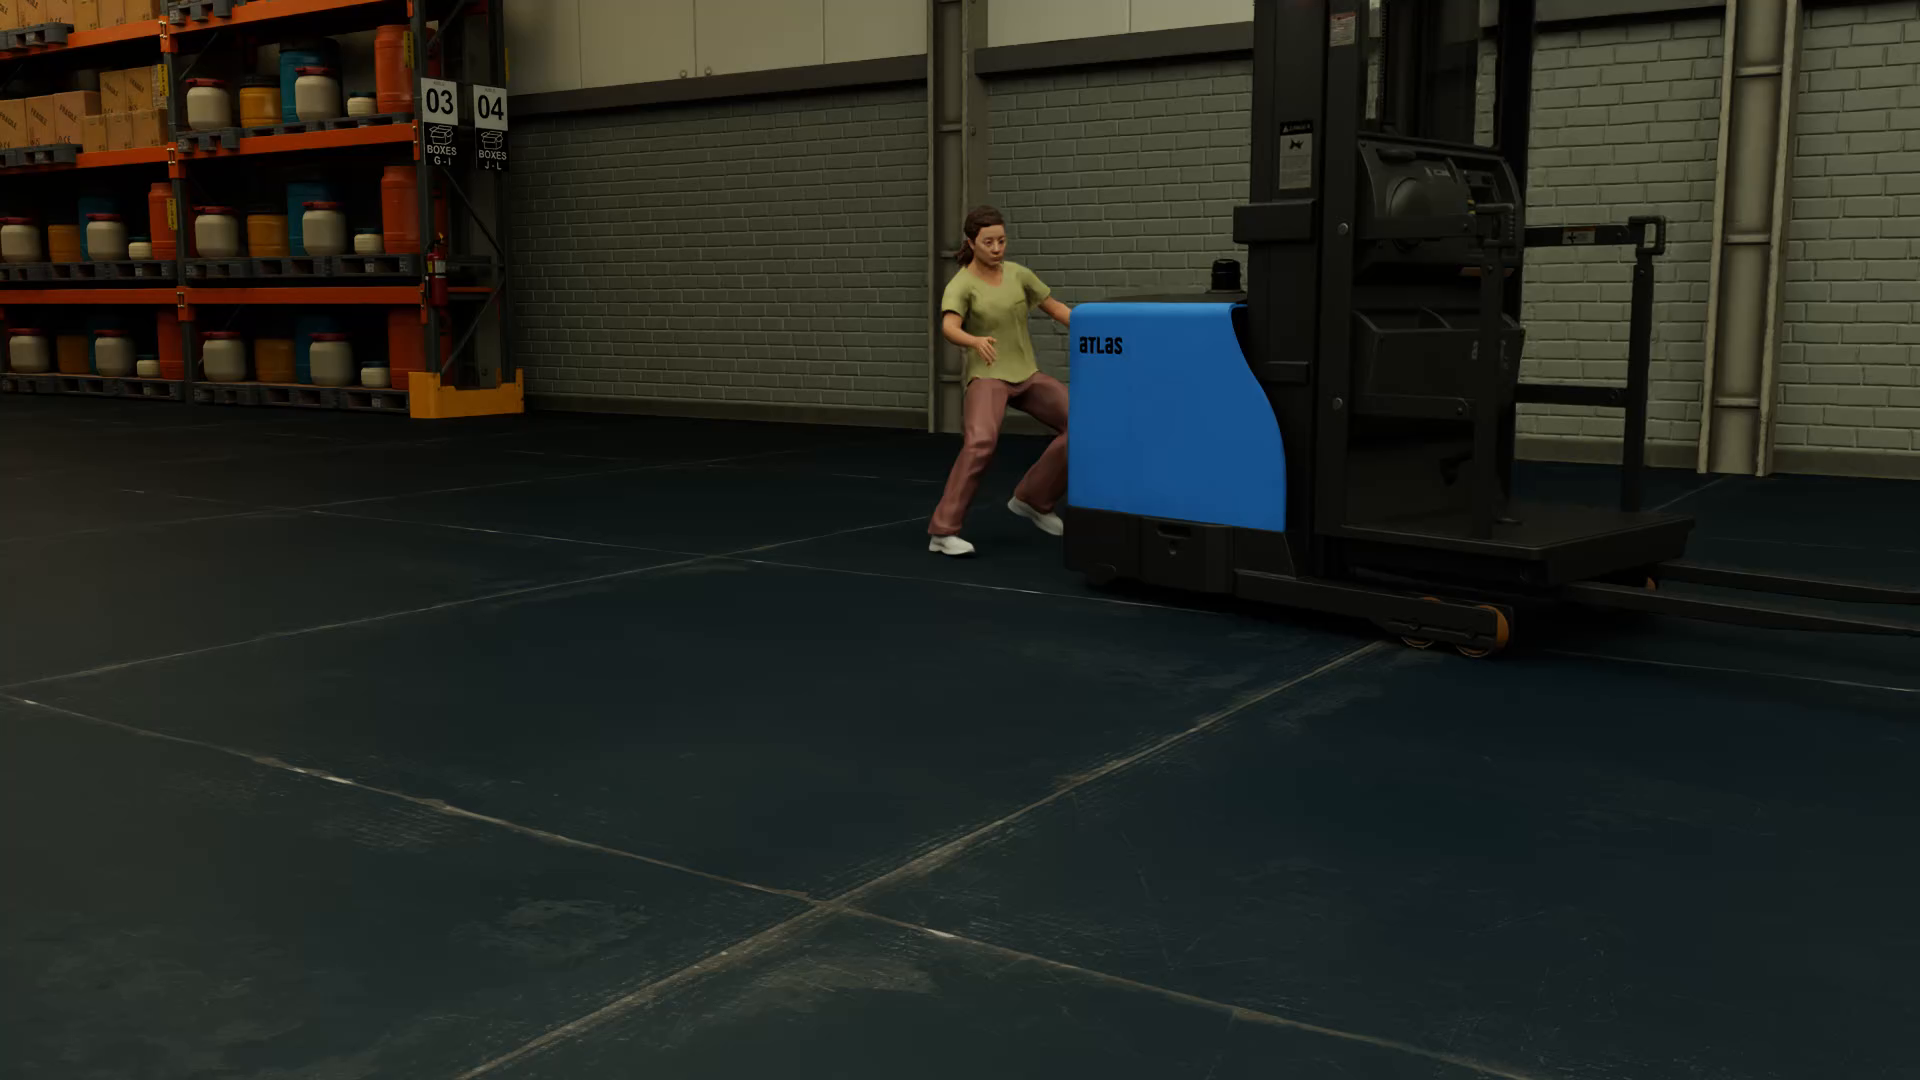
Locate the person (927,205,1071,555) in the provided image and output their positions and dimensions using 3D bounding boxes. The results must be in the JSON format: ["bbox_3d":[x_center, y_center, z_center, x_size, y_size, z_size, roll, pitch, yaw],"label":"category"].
[{"bbox_3d":[0.232,-0.712,7.288,0.835,1.495,0.674,-4,9,-29],"label":"person"}]

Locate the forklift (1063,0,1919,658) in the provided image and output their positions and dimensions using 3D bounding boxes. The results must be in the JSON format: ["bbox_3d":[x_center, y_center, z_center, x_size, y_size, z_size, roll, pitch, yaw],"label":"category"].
[{"bbox_3d":[1.765,-1.171,5.430,1.130,2.935,3.031,-7,11,-42],"label":"forklift"}]
